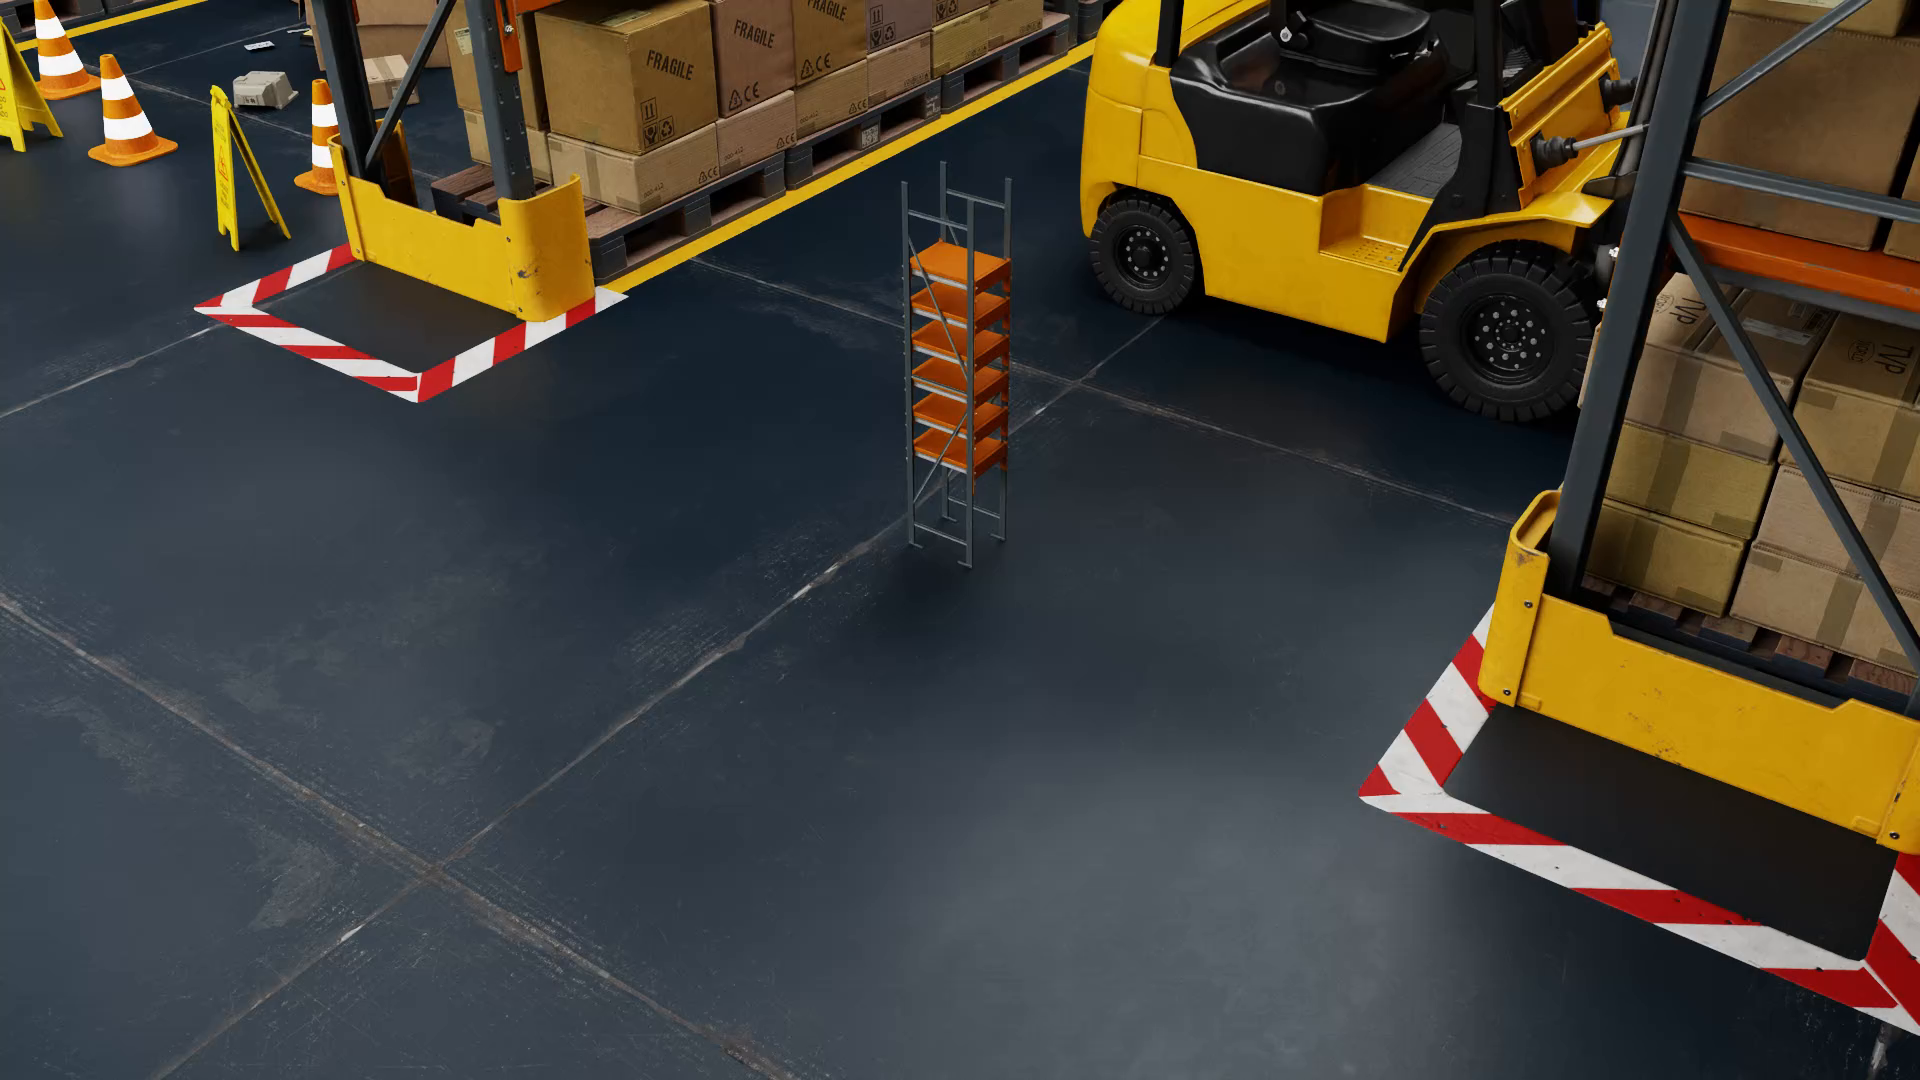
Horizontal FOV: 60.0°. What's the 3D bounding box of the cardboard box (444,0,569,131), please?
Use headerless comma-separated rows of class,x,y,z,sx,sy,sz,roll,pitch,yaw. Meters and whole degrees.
cardboard box,-1.824,-2.108,7.100,0.500,0.500,0.500,22,40,28

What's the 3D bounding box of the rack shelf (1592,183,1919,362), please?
rack shelf,3.153,-1.349,5.210,1.077,0.370,4.000,21,39,28

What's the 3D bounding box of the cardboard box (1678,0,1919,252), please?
cardboard box,2.078,-1.079,4.078,0.500,0.500,0.500,20,39,27

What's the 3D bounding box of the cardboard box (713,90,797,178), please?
cardboard box,-1.082,-1.861,7.404,0.500,0.250,0.500,23,40,30

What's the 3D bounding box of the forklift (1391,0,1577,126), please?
forklift,1.914,-3.271,7.471,3.031,2.935,1.130,-29,44,-36

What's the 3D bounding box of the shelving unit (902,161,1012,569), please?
shelving unit,-0.008,-0.490,4.904,0.258,1.200,0.189,21,39,28

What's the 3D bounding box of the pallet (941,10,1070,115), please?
pallet,-0.140,-2.676,9.019,1.003,0.211,1.213,21,39,28

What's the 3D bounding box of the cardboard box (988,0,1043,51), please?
cardboard box,0.098,-2.829,8.835,0.500,0.250,0.500,23,40,30

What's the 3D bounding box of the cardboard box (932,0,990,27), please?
cardboard box,-0.191,-2.904,8.277,0.500,0.500,0.500,22,40,29

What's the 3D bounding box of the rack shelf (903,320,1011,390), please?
rack shelf,-0.008,-0.553,4.862,0.258,0.103,0.180,21,39,28

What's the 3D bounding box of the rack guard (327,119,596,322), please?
rack guard,-2.023,-1.310,6.741,1.175,0.500,0.348,21,39,28

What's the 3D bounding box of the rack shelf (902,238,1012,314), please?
rack shelf,-0.008,-0.752,4.727,0.258,0.103,0.180,21,39,28

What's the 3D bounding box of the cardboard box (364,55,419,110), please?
cardboard box,-2.979,-2.378,8.633,0.250,0.149,0.380,-15,37,-21

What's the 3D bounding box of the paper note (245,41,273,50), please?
paper note,-3.926,-2.775,9.327,0.142,0.017,0.144,-22,40,-29

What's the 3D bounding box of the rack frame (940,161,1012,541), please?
rack frame,0.044,-0.532,4.966,0.240,1.200,0.006,21,39,28

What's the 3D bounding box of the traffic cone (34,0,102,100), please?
traffic cone,-4.722,-2.585,8.660,0.336,0.463,0.334,21,39,28

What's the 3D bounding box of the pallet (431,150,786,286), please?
pallet,-1.531,-1.553,7.358,1.003,0.211,1.213,21,39,28

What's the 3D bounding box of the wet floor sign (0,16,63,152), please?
wet floor sign,-4.581,-2.224,7.963,0.267,0.644,0.232,14,37,20

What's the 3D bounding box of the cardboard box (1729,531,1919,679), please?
cardboard box,2.454,0.075,4.542,0.500,0.250,0.500,21,40,28

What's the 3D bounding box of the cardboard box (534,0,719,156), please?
cardboard box,-1.367,-1.950,6.867,0.500,0.500,0.500,20,39,27

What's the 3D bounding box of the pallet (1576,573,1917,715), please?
pallet,2.415,0.063,4.969,1.003,0.211,1.213,21,39,28

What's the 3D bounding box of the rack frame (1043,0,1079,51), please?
rack frame,0.214,-4.152,8.711,1.000,3.000,0.127,21,39,28

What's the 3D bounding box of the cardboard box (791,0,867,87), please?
cardboard box,-0.779,-2.421,7.562,0.500,0.500,0.500,22,40,29

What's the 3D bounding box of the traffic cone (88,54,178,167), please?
traffic cone,-3.987,-2.068,7.895,0.336,0.463,0.334,21,39,28

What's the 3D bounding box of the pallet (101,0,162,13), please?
pallet,-5.103,-3.642,10.447,1.003,0.211,1.213,21,39,28

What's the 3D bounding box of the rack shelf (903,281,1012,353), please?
rack shelf,-0.008,-0.652,4.794,0.258,0.103,0.180,21,39,28

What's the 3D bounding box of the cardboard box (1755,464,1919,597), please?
cardboard box,2.452,-0.119,4.382,0.500,0.250,0.500,22,40,29

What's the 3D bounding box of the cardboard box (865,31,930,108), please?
cardboard box,-0.491,-2.348,8.124,0.500,0.250,0.500,22,40,29

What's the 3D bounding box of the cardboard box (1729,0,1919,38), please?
cardboard box,1.981,-1.286,3.806,0.380,0.149,0.250,22,40,29

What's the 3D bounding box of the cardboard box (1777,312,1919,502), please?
cardboard box,2.443,-0.337,4.257,0.500,0.250,0.500,21,39,28

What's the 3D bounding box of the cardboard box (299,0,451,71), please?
cardboard box,-3.145,-2.894,9.080,0.797,0.503,0.637,-3,34,-4
